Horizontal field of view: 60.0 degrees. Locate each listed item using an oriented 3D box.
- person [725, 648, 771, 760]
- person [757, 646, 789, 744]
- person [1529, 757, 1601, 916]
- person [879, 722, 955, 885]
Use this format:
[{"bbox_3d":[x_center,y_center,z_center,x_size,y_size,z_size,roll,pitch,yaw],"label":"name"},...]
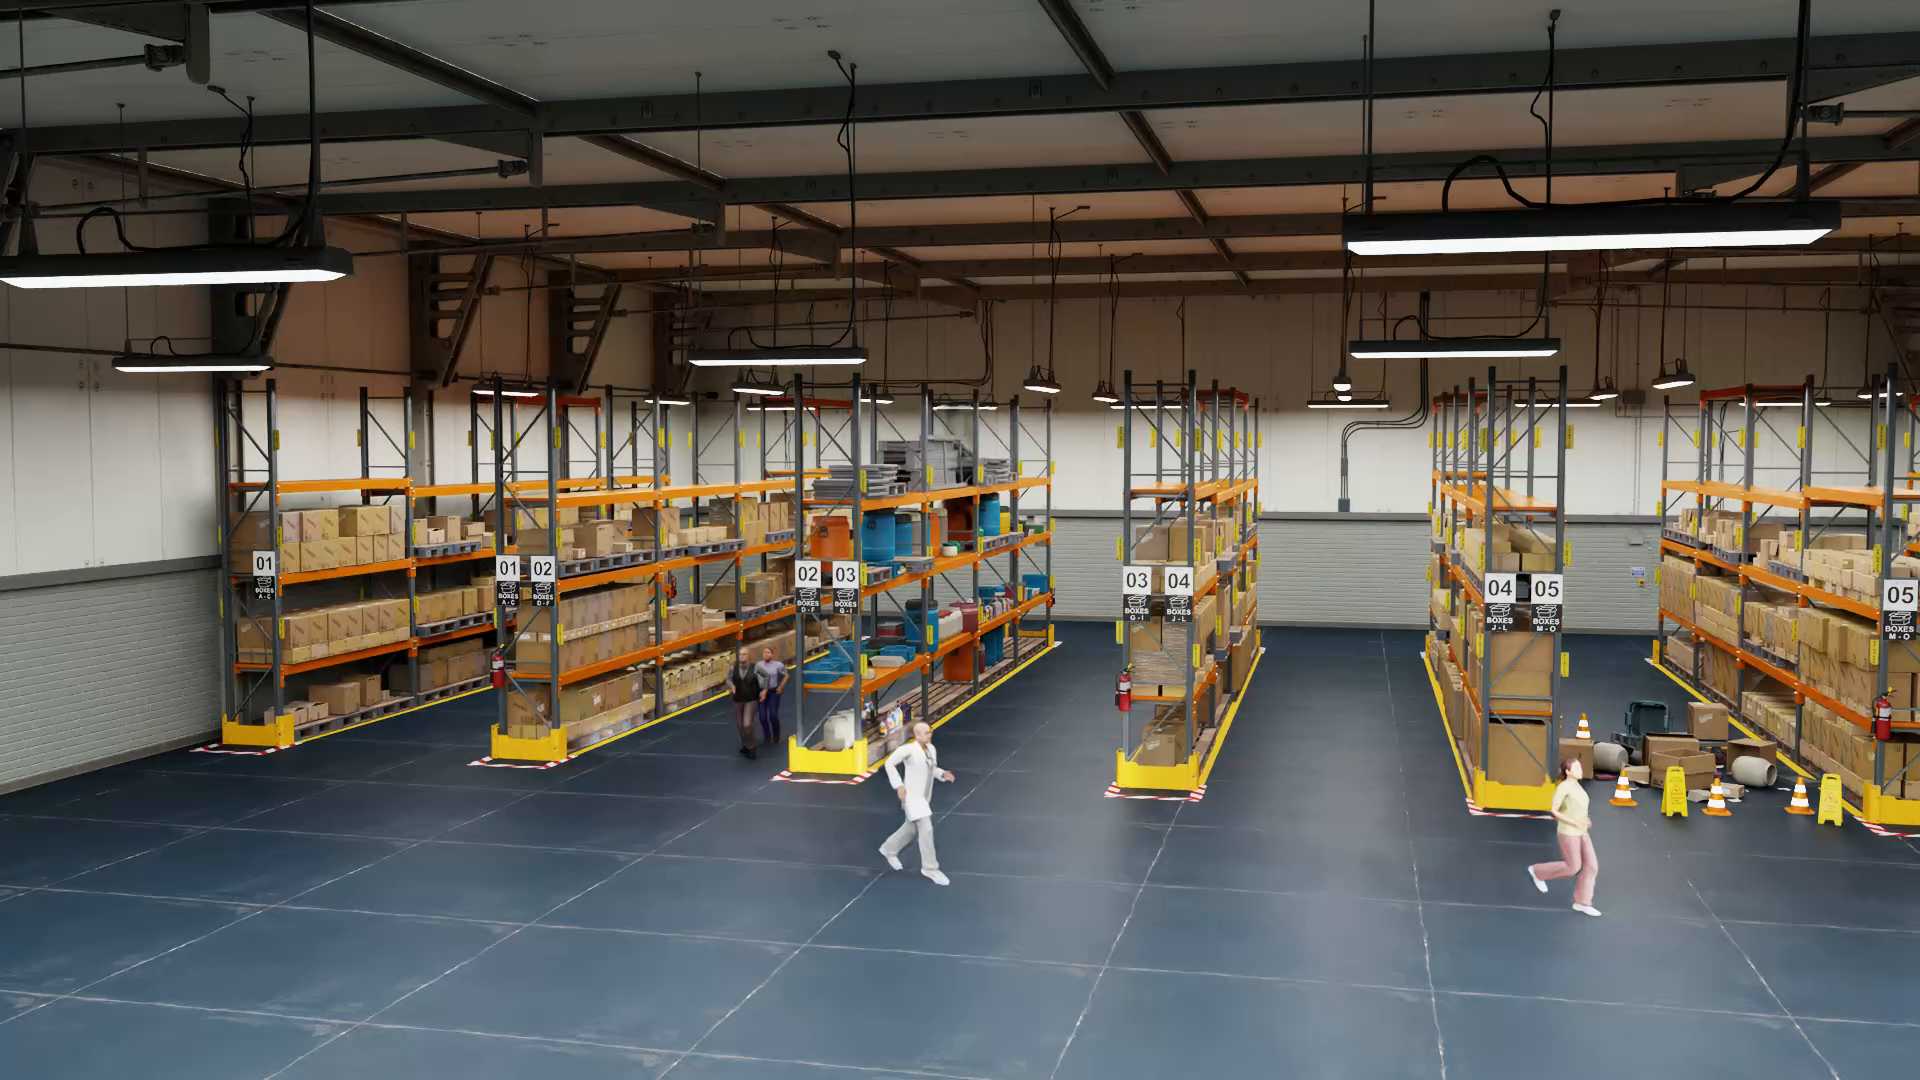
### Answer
[{"bbox_3d":[-3.368,2.580,26.166,0.673,1.764,0.722,1,3,11],"label":"person"},{"bbox_3d":[-3.146,2.560,27.248,0.592,1.596,0.559,0,3,7],"label":"person"},{"bbox_3d":[6.488,3.127,17.746,0.579,1.654,0.791,-3,5,-42],"label":"person"},{"bbox_3d":[-0.528,2.972,19.023,1.025,1.805,0.649,2,4,31],"label":"person"}]
